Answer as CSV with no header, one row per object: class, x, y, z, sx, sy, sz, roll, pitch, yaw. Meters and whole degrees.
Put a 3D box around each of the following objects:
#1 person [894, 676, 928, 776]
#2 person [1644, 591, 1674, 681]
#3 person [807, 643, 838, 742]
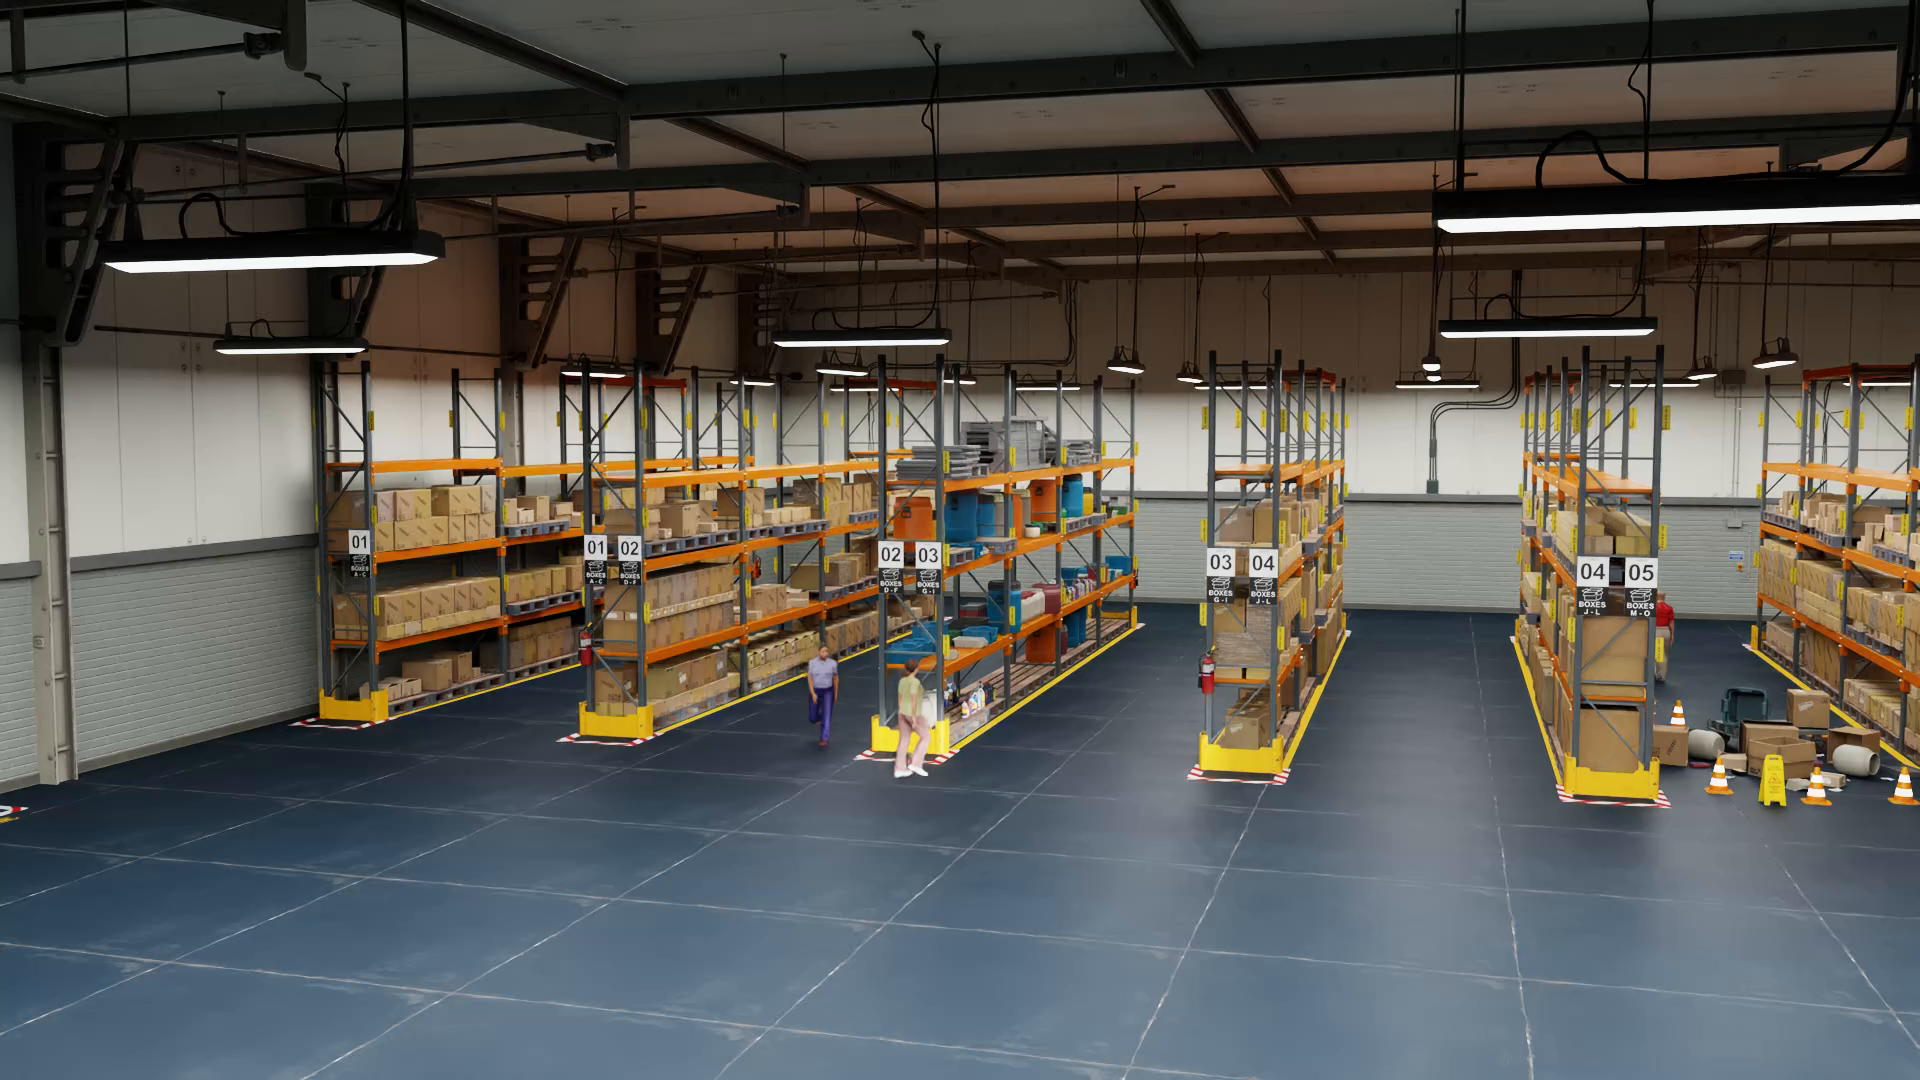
person,-0.748,2.616,23.402,0.446,1.419,0.465,-3,5,-38
person,13.459,1.872,32.030,0.576,1.767,0.393,-1,4,-8
person,-2.131,2.346,25.774,0.468,1.514,0.888,0,4,1
